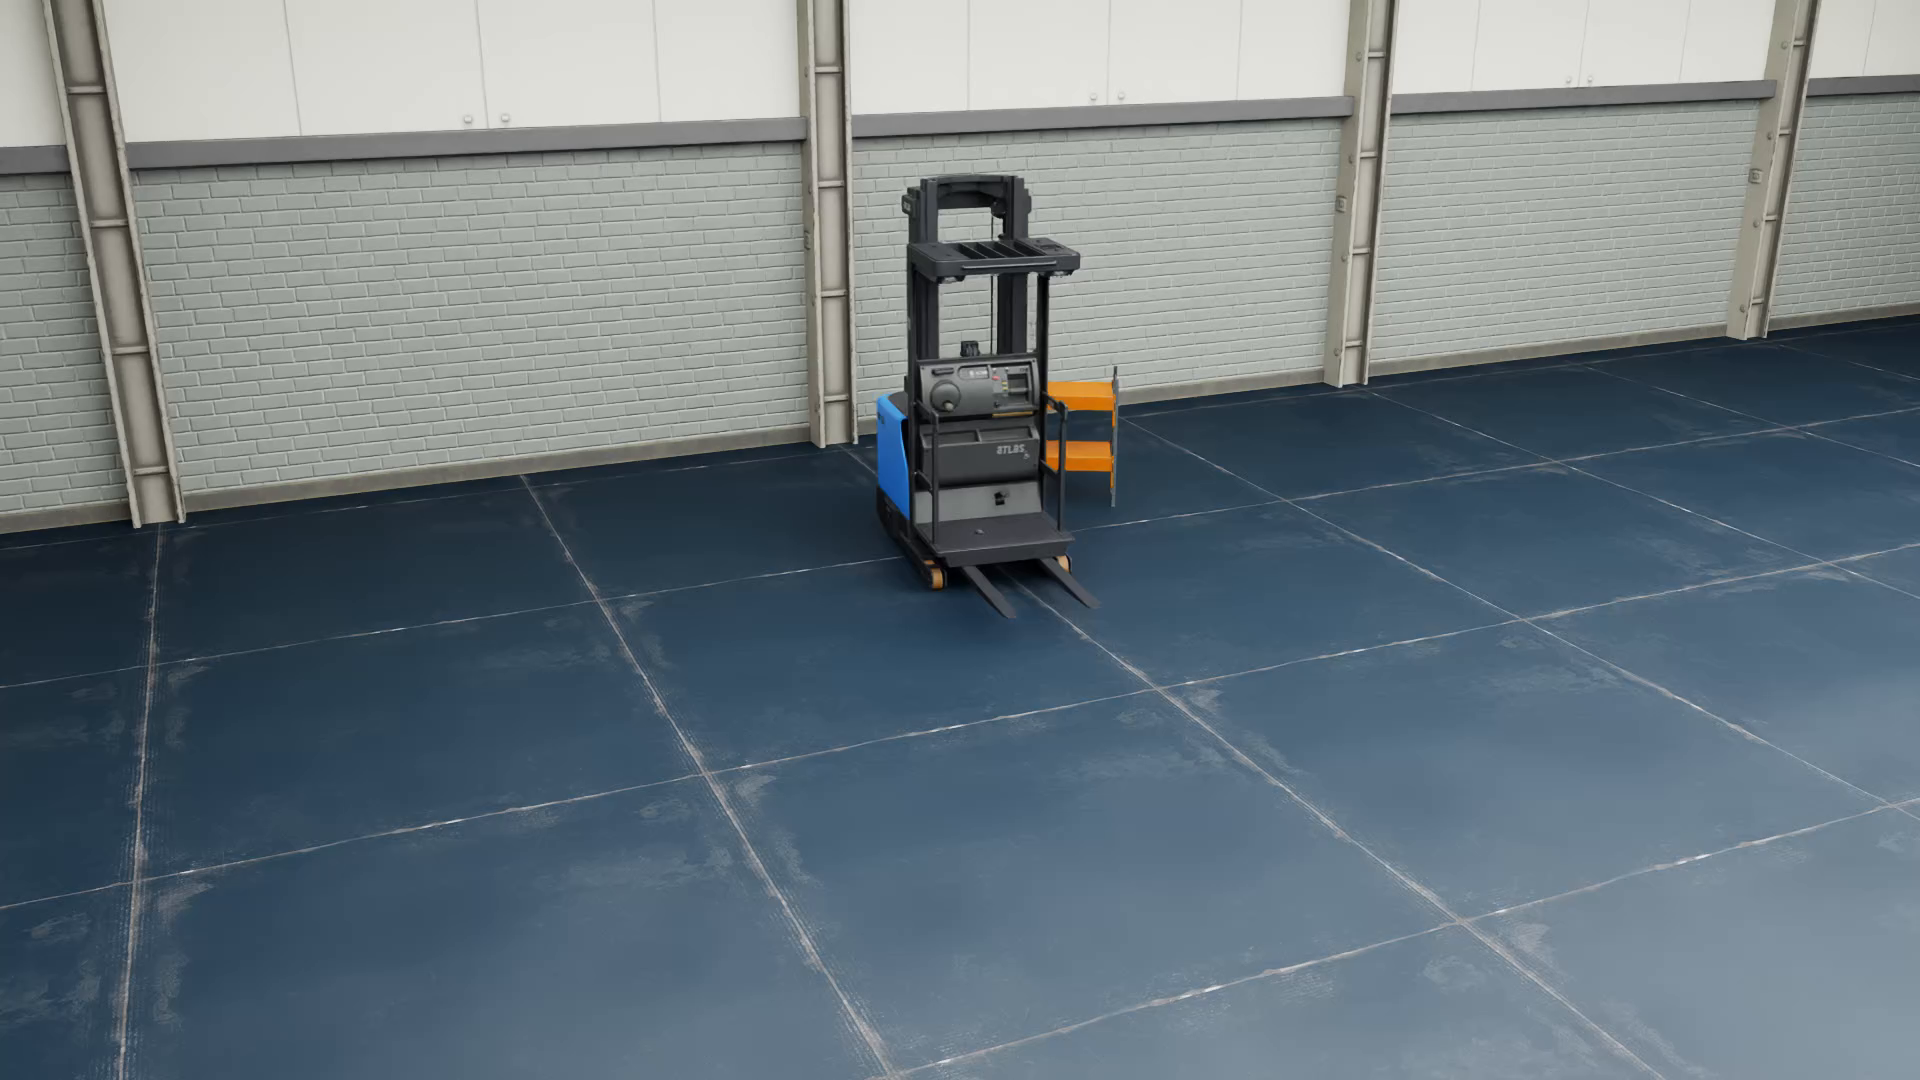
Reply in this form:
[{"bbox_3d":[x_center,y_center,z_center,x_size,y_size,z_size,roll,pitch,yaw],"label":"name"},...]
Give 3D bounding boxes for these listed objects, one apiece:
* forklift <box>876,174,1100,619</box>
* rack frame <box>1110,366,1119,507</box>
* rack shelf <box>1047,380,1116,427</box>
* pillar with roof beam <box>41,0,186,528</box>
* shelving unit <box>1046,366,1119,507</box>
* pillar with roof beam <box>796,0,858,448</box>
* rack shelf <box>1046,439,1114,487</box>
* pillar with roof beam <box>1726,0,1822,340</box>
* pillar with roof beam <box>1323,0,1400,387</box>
[{"bbox_3d":[0.213,-1.152,12.382,1.130,2.935,3.031,-6,20,-16],"label":"forklift"},{"bbox_3d":[1.335,-0.900,14.386,0.032,1.125,0.500,1,19,3],"label":"rack frame"},{"bbox_3d":[0.827,-1.187,14.317,1.000,0.278,0.538,1,19,3],"label":"rack shelf"},{"bbox_3d":[-5.034,-3.102,8.783,0.400,9.000,9.100,-8,21,-22],"label":"pillar with roof beam"},{"bbox_3d":[0.827,-0.911,14.414,1.048,1.125,0.538,1,19,3],"label":"shelving unit"},{"bbox_3d":[0.475,-3.892,11.025,0.400,9.000,9.100,-8,21,-22],"label":"pillar with roof beam"},{"bbox_3d":[0.827,-0.680,14.495,1.000,0.278,0.538,1,19,3],"label":"rack shelf"},{"bbox_3d":[11.494,-5.470,15.508,0.400,9.000,9.100,-8,21,-22],"label":"pillar with roof beam"},{"bbox_3d":[5.985,-4.681,13.267,0.400,9.000,9.100,-8,21,-22],"label":"pillar with roof beam"}]
